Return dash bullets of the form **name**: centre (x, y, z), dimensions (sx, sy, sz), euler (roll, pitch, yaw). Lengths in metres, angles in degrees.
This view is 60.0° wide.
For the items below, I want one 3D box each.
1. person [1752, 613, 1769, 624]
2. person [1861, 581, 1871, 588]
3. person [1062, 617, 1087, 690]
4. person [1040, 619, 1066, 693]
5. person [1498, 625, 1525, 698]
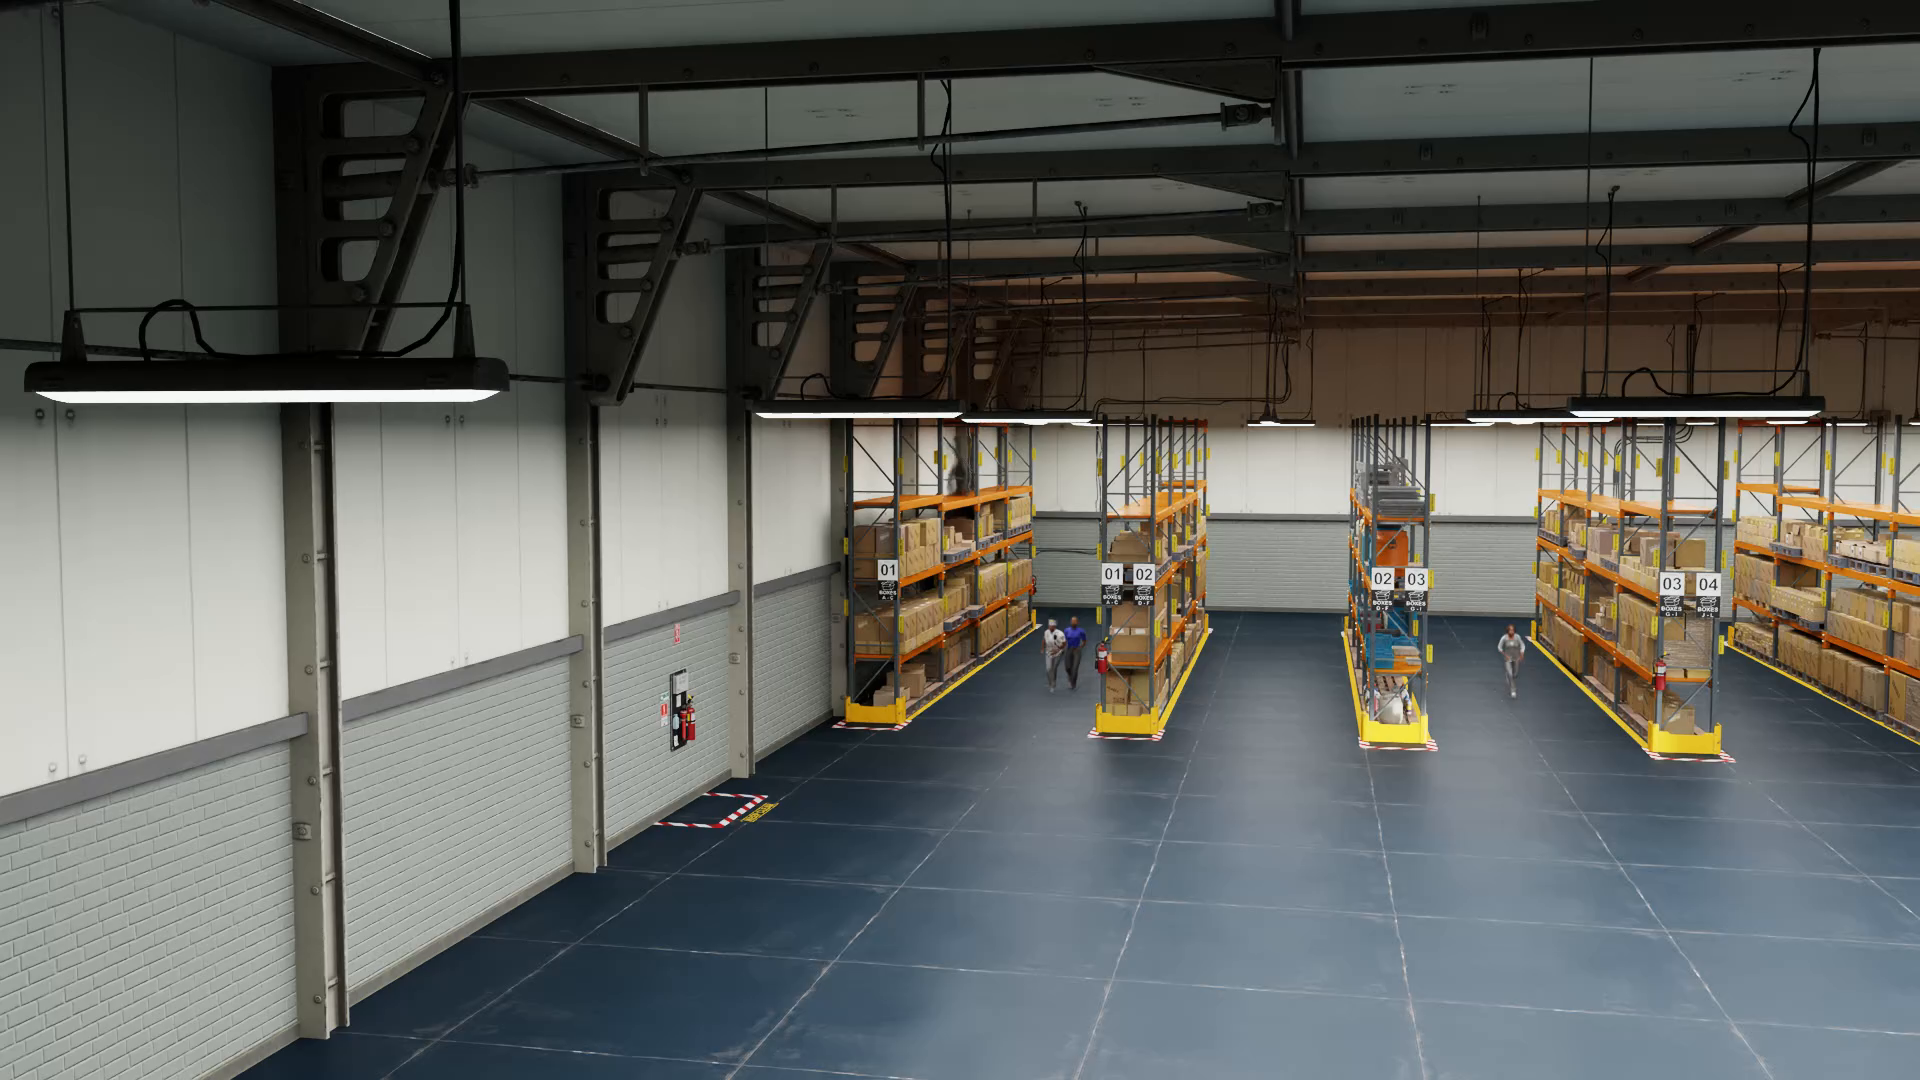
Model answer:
- **person**: centre (21.766, 1.903, 44.947), dimensions (0.724, 1.706, 0.629), euler (-3, 5, -41)
- **person**: centre (24.537, 1.826, 45.151), dimensions (0.647, 1.742, 0.665), euler (-1, 4, -8)
- **person**: centre (2.504, 2.489, 36.622), dimensions (0.578, 1.611, 0.565), euler (1, 4, 13)
- **person**: centre (2.081, 2.519, 36.437), dimensions (0.580, 1.643, 0.828), euler (1, 4, 16)
- **person**: centre (11.844, 2.588, 35.767), dimensions (0.566, 1.564, 0.664), euler (1, 4, 8)
